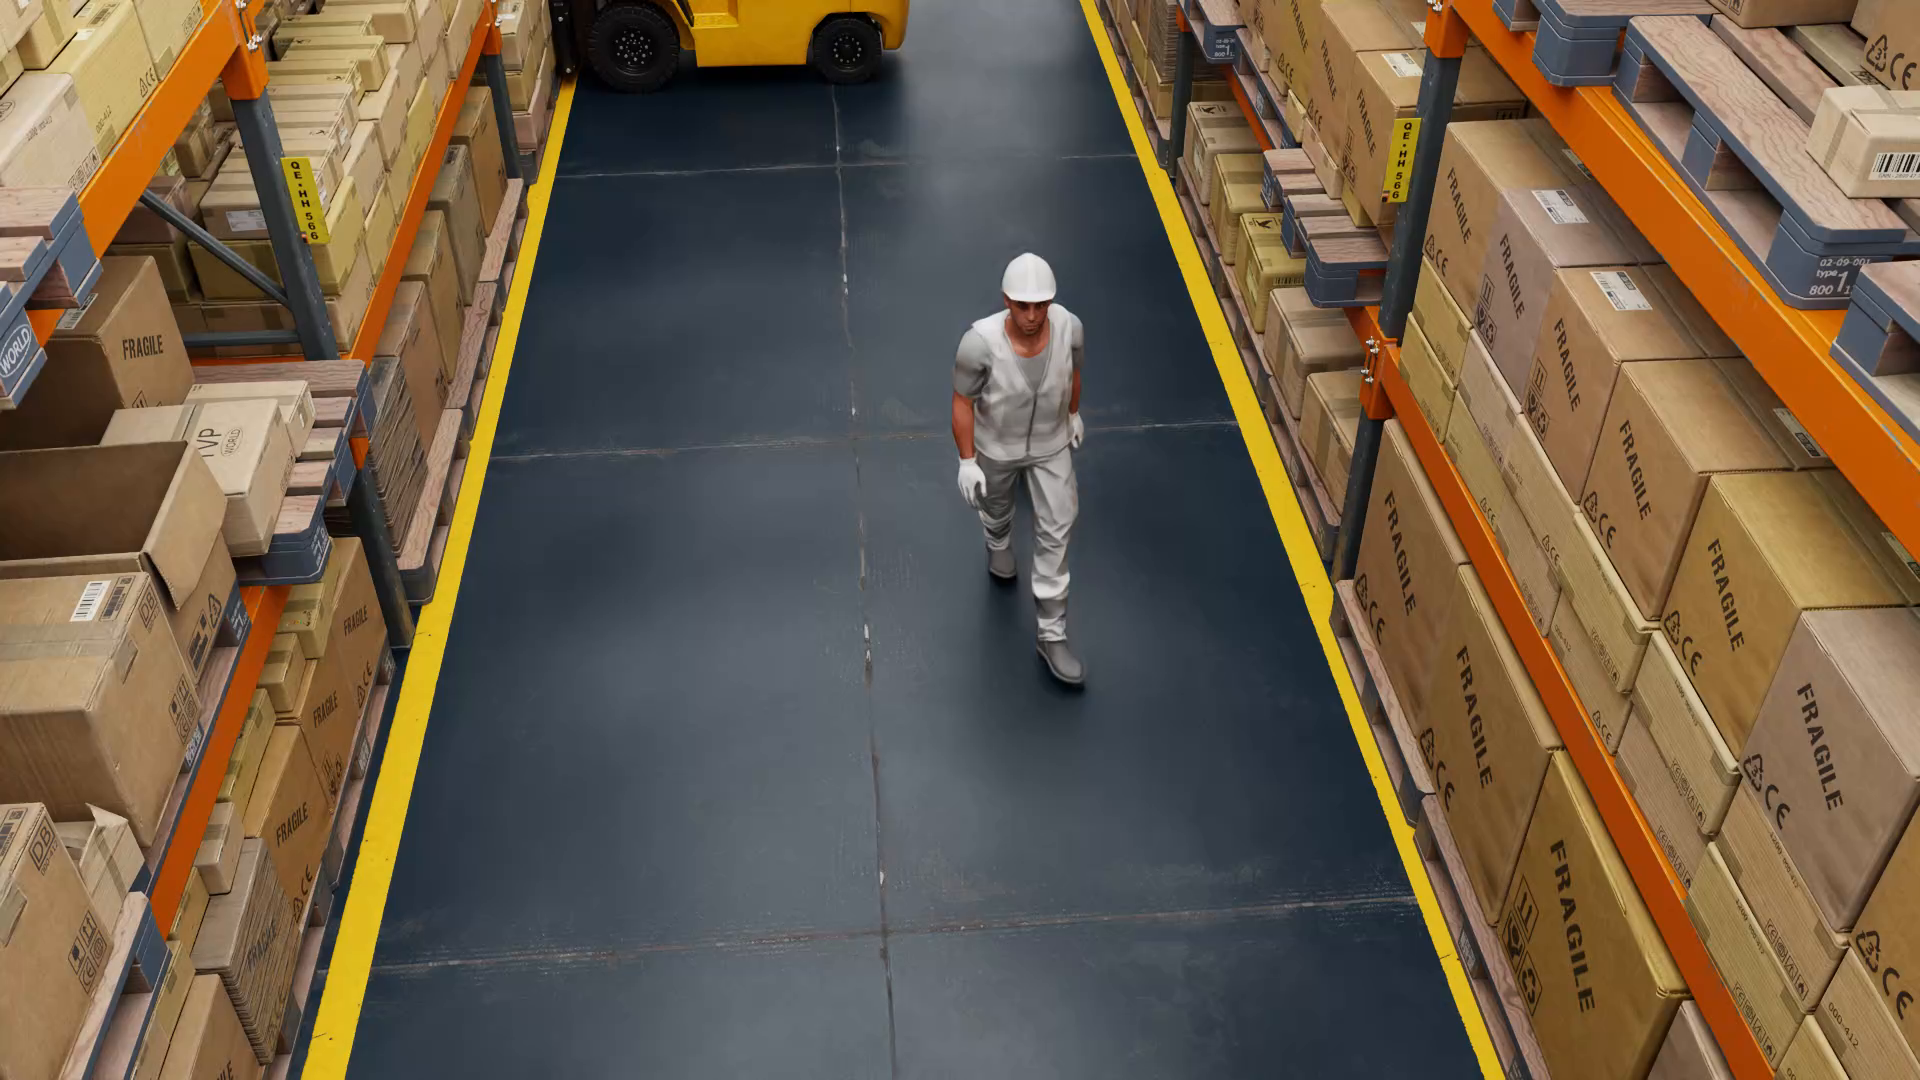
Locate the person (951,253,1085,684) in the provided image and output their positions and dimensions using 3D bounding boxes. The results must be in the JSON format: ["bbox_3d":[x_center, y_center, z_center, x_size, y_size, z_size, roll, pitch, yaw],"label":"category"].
[{"bbox_3d":[0.253,-0.358,6.567,0.579,1.722,1.001,-5,39,-7],"label":"person"}]
